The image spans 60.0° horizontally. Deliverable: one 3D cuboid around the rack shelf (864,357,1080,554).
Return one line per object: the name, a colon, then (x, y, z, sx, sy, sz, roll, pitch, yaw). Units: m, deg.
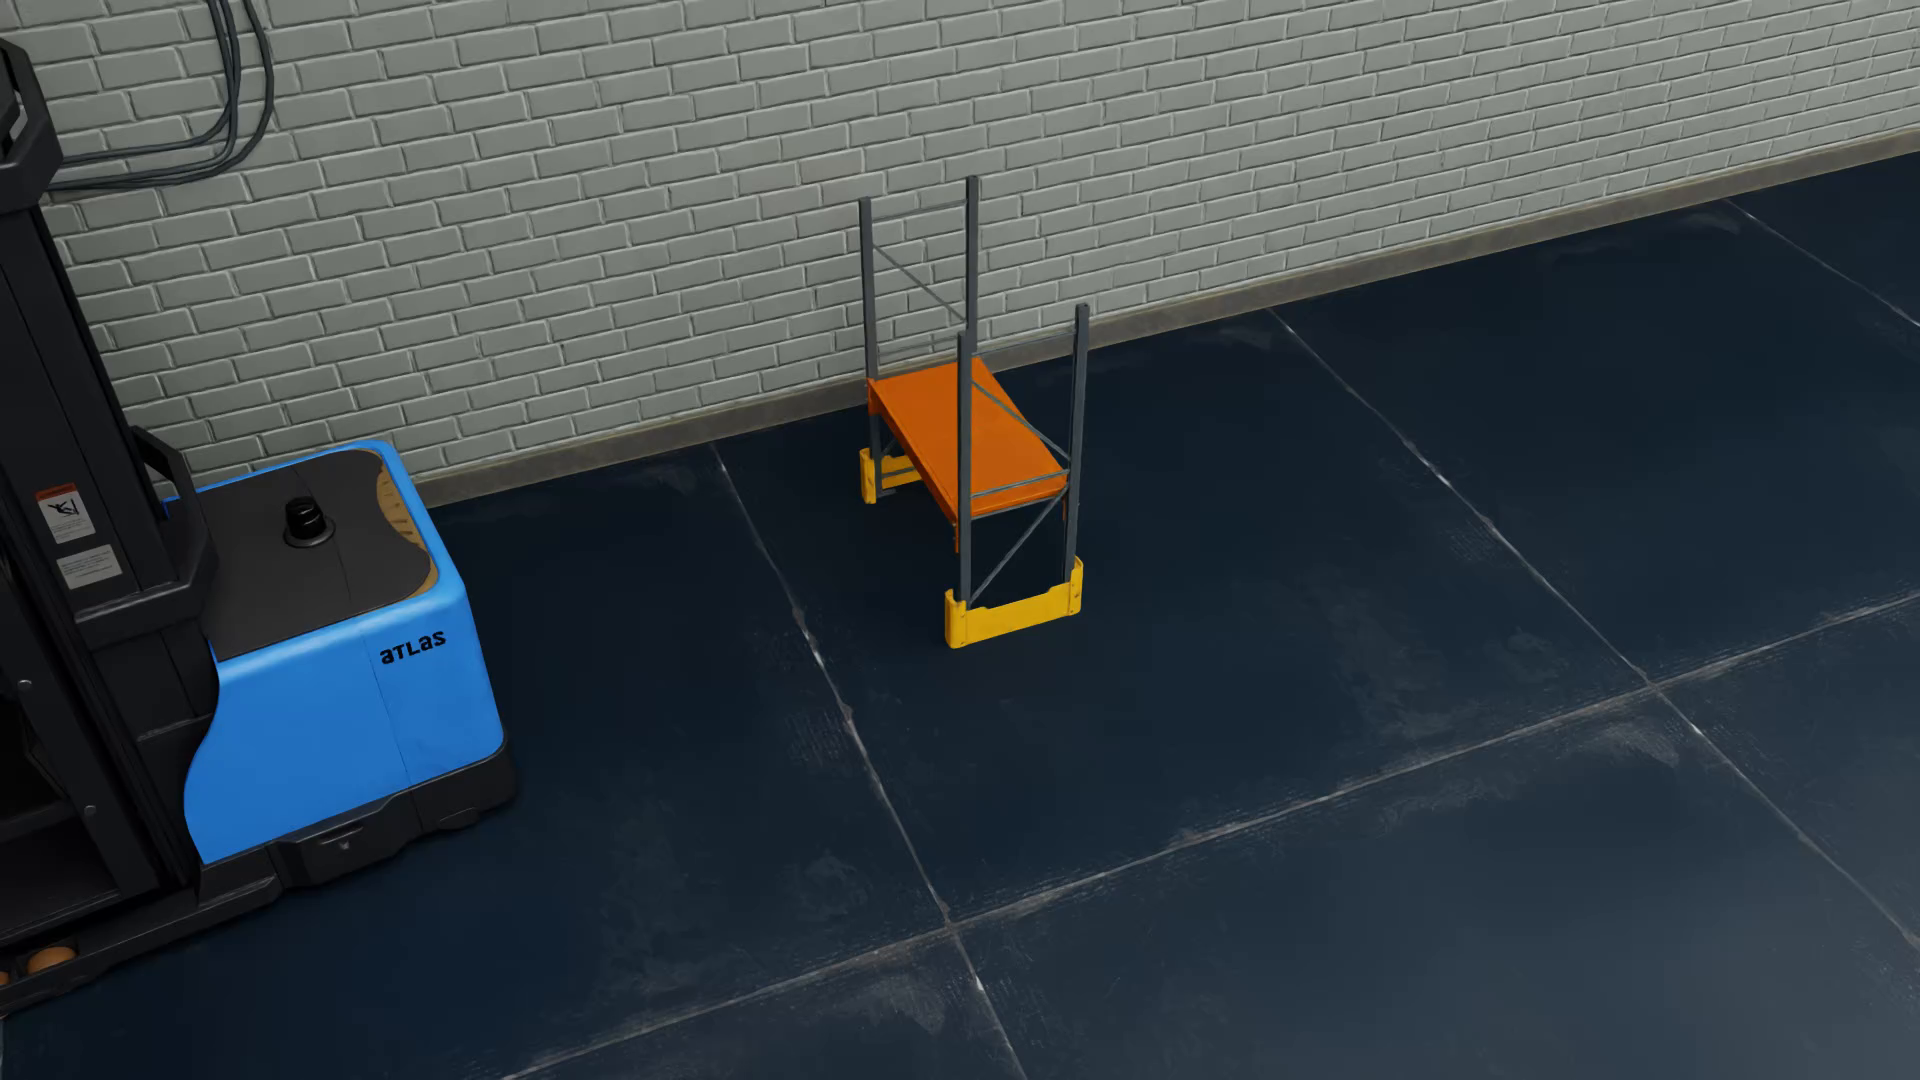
rack shelf: (0.033, -0.381, 6.819, 0.538, 0.185, 1.000, -15, 43, -17)

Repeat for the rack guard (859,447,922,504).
rack guard: (-0.161, -0.349, 7.464, 0.587, 0.250, 0.087, -15, 43, -17)

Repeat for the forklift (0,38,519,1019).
forklift: (-3.154, 0.061, 4.931, 3.031, 2.935, 1.130, -20, 45, -22)

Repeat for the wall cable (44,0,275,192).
wall cable: (-3.900, -1.949, 4.997, 3.097, 2.526, 0.112, -15, 43, -17)

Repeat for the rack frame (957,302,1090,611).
rack frame: (0.227, -0.211, 6.345, 0.500, 1.500, 0.032, -15, 43, -17)

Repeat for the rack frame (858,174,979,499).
rack frame: (-0.162, -0.823, 7.057, 0.500, 1.500, 0.032, -15, 43, -17)

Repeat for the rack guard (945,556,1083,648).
rack guard: (0.220, 0.251, 6.766, 0.587, 0.250, 0.087, -15, 43, -17)

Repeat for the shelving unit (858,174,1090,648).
shelving unit: (0.029, -0.523, 6.708, 0.587, 1.500, 1.083, -15, 43, -17)
